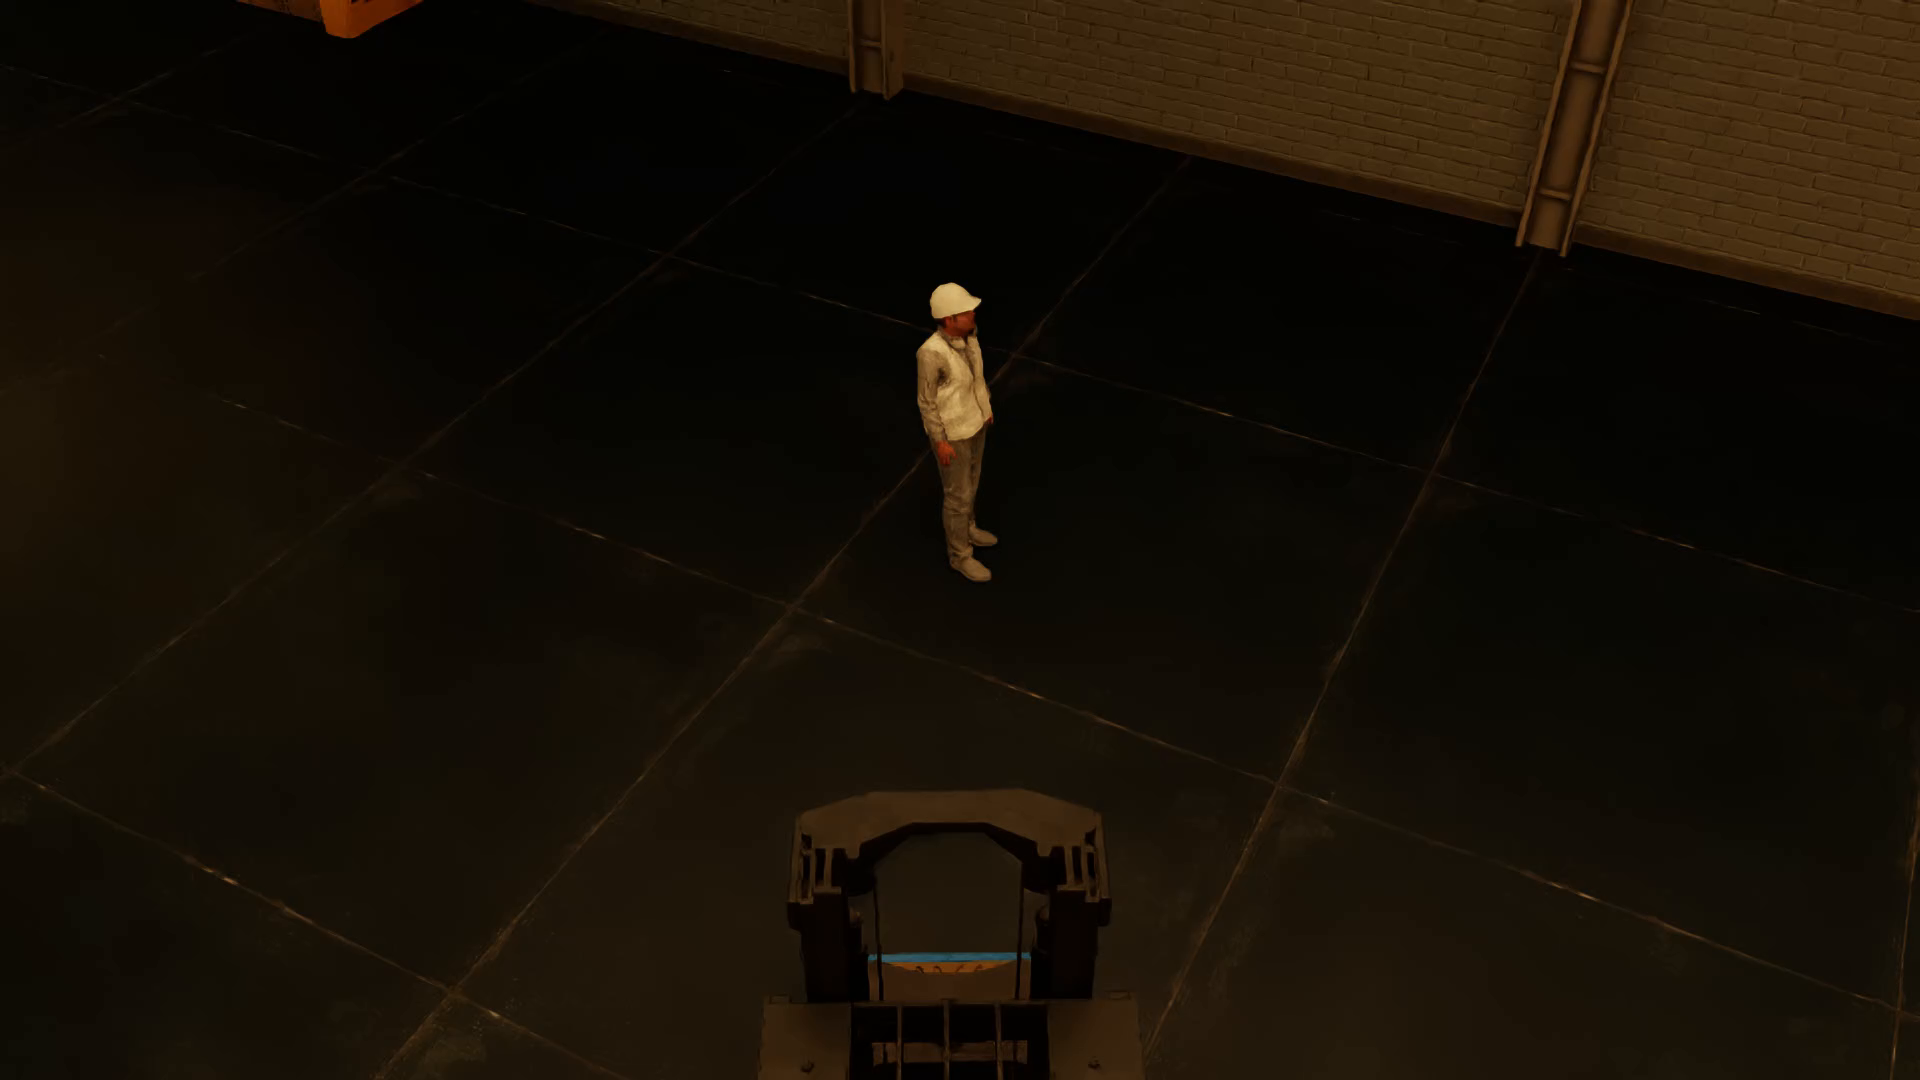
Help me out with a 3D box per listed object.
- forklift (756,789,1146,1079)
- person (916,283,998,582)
[{"bbox_3d":[-0.025,2.300,5.256,1.130,2.935,3.031,-1,40,-1],"label":"forklift"},{"bbox_3d":[0.052,-0.661,9.658,0.567,1.773,0.632,18,43,21],"label":"person"}]
